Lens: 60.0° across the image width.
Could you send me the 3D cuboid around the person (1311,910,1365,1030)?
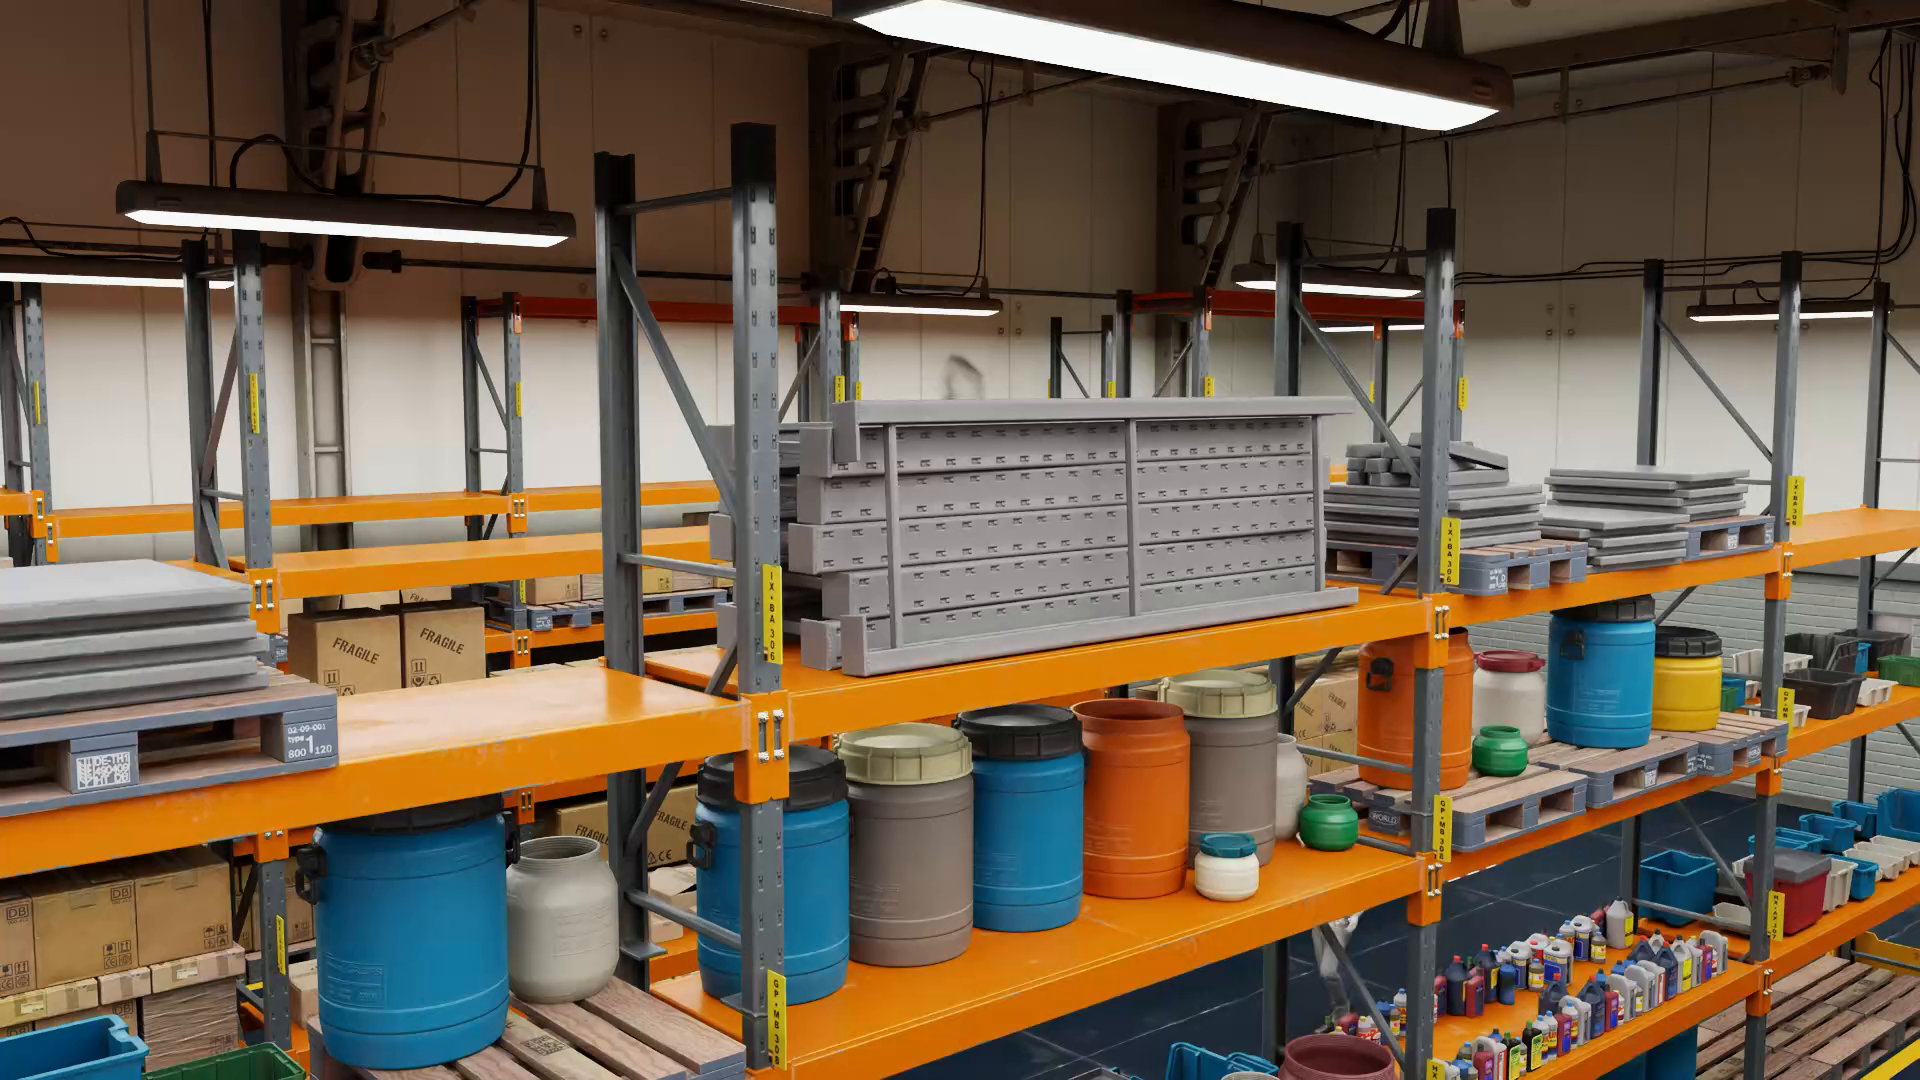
[{"bbox_3d":[2.946,3.080,13.238,0.588,1.686,0.653,5,8,44],"label":"person"}]
